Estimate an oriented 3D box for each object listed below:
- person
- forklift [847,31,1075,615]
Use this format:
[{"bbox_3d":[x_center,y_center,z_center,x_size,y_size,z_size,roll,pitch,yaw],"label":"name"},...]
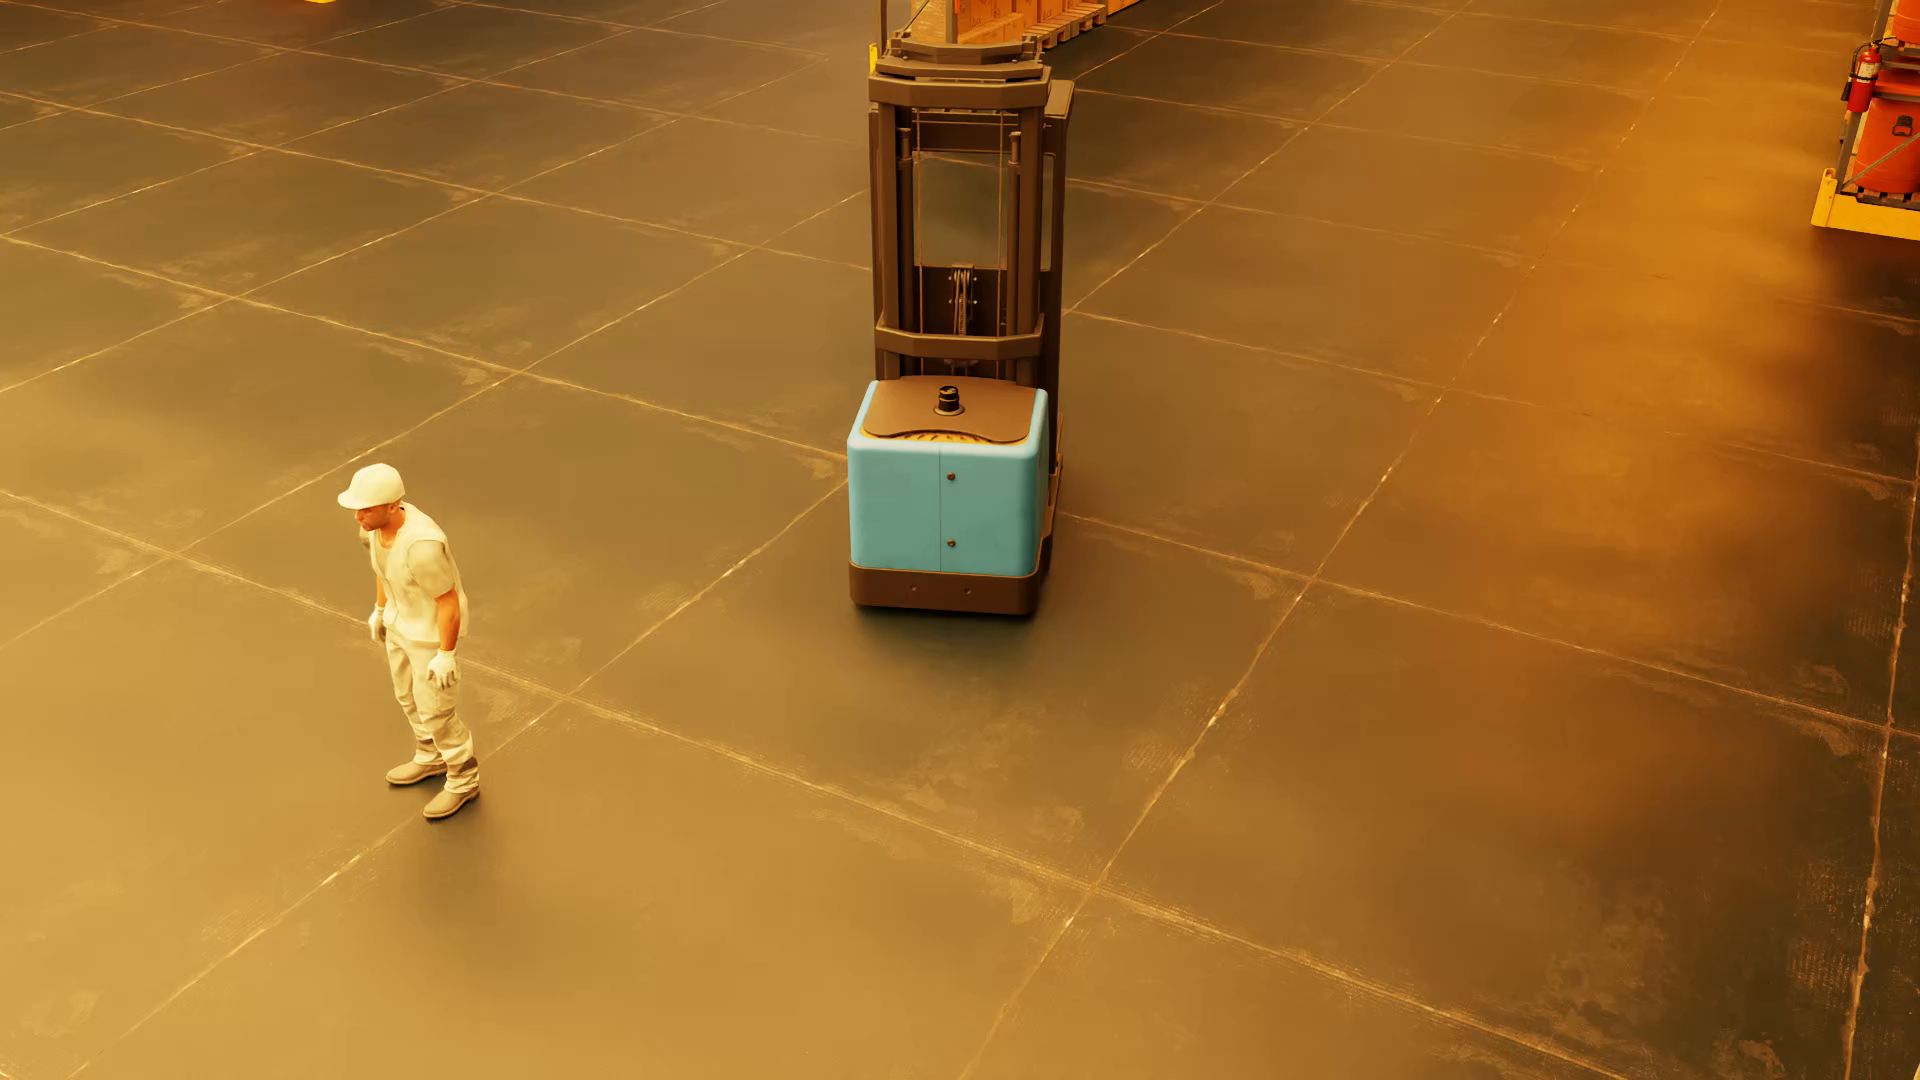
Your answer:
[{"bbox_3d":[-2.447,0.433,7.475,0.619,1.780,0.447,26,39,37],"label":"person"},{"bbox_3d":[0.072,-1.572,9.794,1.130,2.935,3.031,3,30,6],"label":"forklift"}]
